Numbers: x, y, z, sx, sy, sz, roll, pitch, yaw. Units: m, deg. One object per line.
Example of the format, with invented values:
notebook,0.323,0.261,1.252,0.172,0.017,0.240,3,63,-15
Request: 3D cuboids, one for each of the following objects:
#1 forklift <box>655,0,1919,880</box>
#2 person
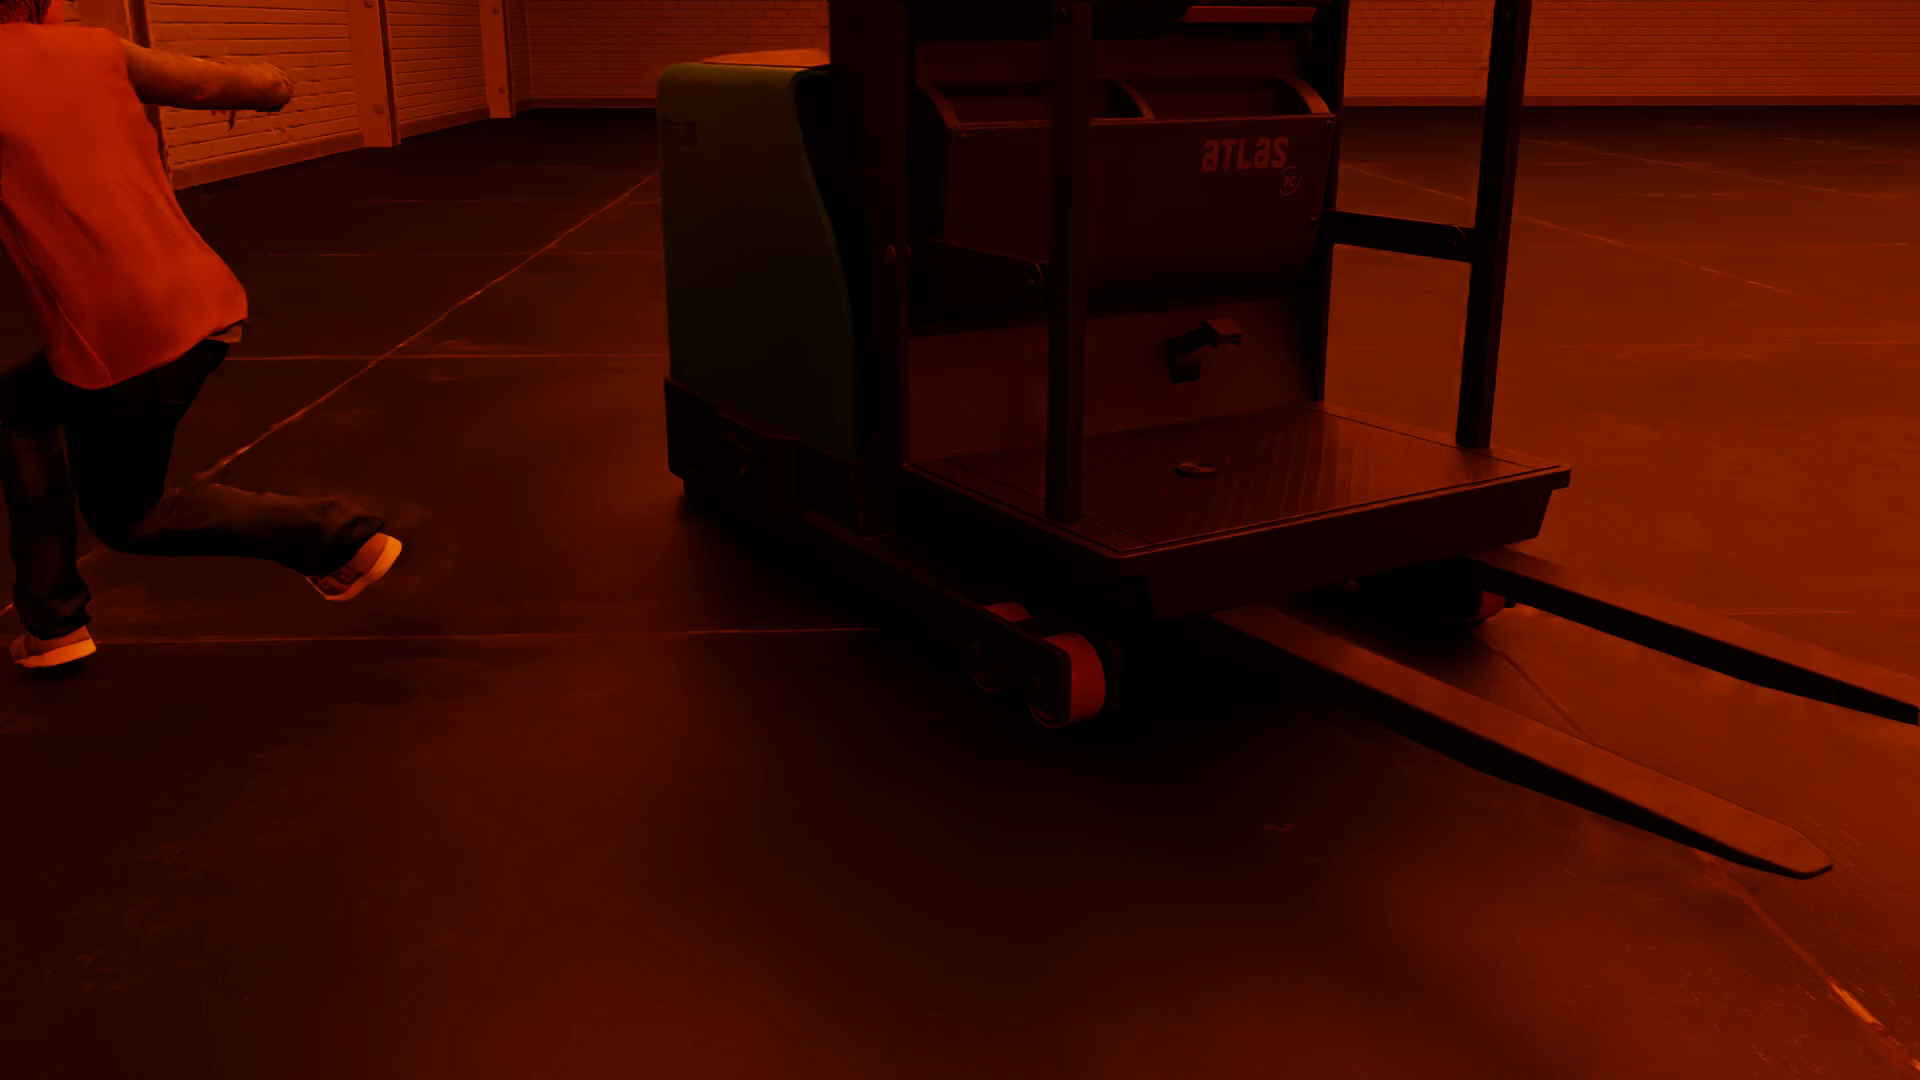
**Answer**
forklift,0.454,-1.232,2.935,1.130,2.935,3.031,-10,20,-30
person,-1.600,-0.440,3.098,1.037,1.366,0.727,5,18,16
